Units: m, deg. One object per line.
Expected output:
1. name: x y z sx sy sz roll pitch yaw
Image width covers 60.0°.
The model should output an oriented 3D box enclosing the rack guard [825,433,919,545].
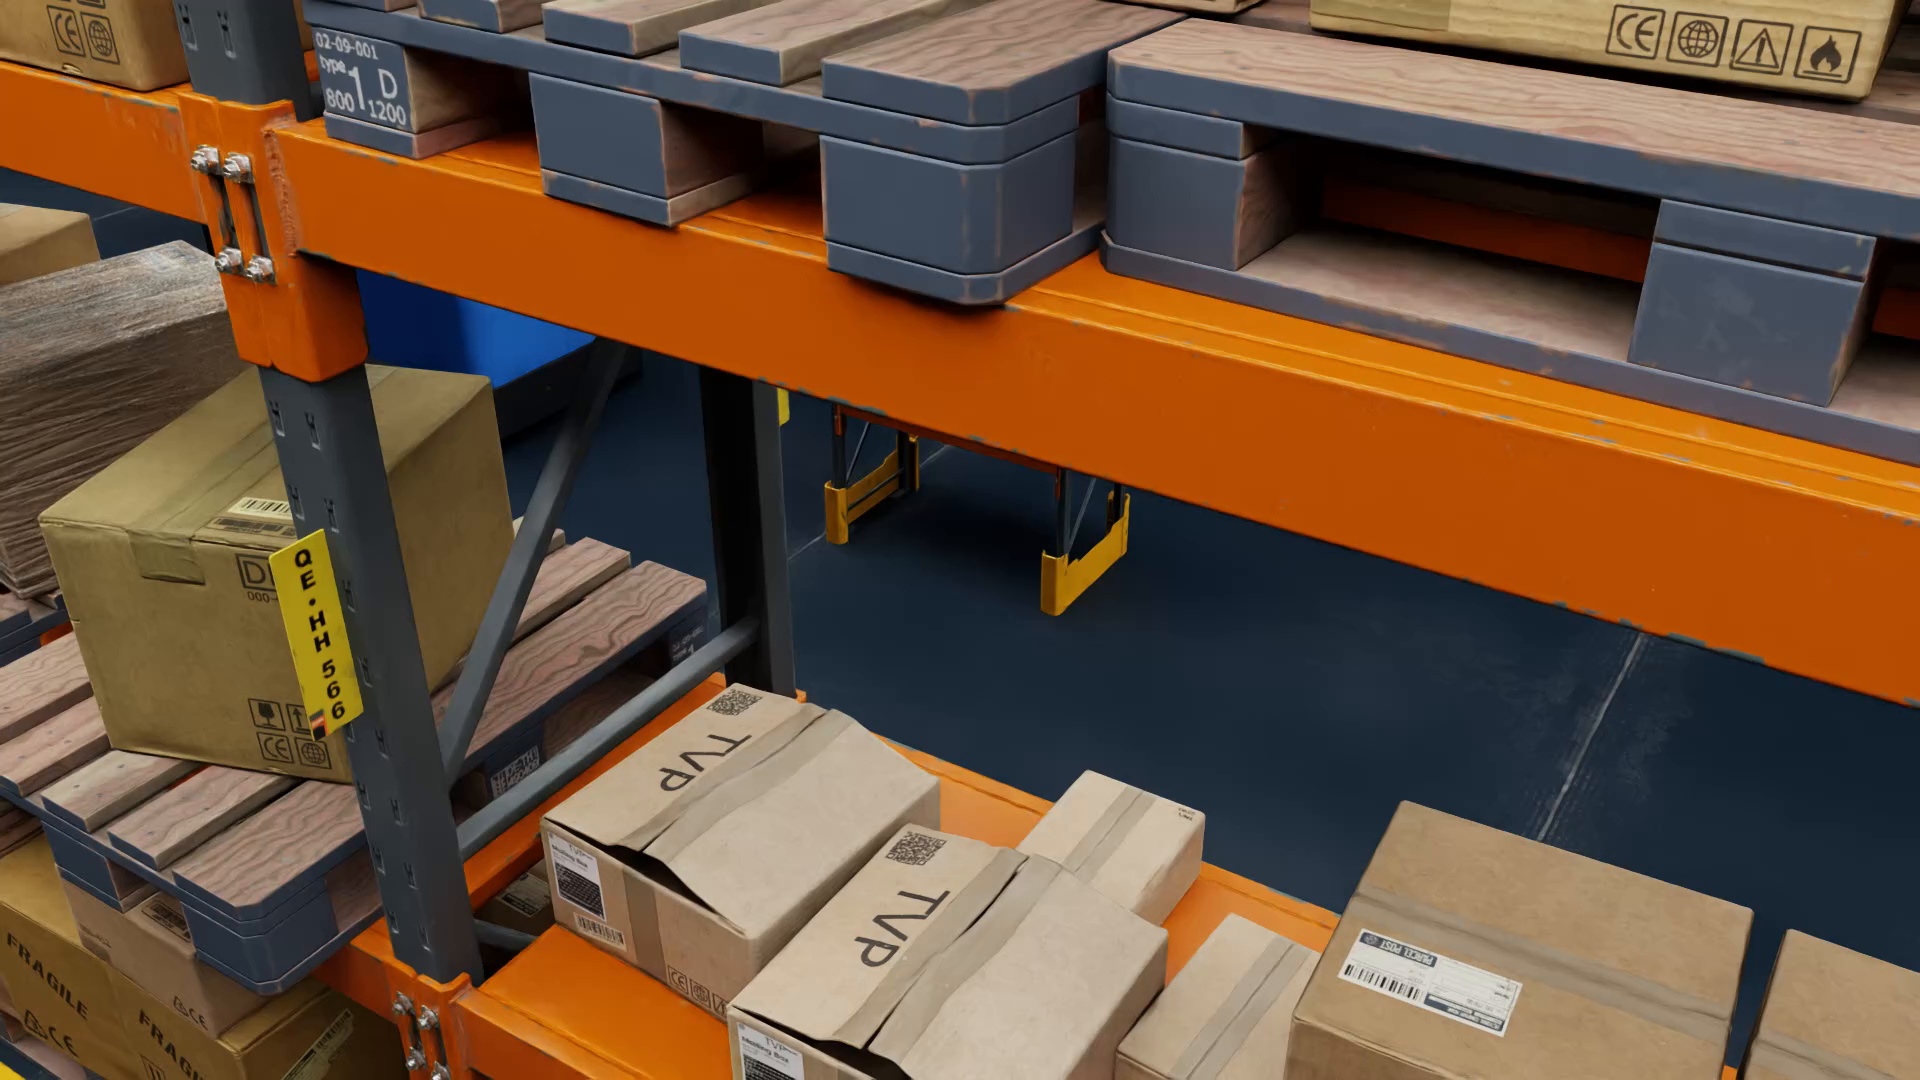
1. rack guard: -0.357 -0.221 6.881 0.087 0.250 0.587 18 35 27

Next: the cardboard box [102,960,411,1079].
1. cardboard box: -1.582 1.114 3.908 0.500 0.500 0.500 19 35 29

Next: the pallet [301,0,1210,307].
1. pallet: -0.043 -0.696 2.176 1.003 0.211 1.213 19 35 30

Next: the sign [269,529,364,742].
1. sign: -0.945 0.143 2.458 0.005 0.325 0.100 18 35 27

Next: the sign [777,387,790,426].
1. sign: -0.373 -0.363 3.247 0.005 0.325 0.100 18 35 27

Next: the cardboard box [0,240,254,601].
1. cardboard box: -1.931 -0.297 3.766 0.500 0.500 0.700 25 39 36

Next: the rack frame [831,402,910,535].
1. rack frame: -0.358 -0.761 6.566 0.032 1.500 0.500 18 35 27

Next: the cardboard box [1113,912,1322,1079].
1. cardboard box: 0.445 0.801 2.650 0.250 0.149 0.380 20 36 31

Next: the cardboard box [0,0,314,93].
1. cardboard box: -1.052 -1.067 2.525 0.500 0.500 0.910 18 35 27

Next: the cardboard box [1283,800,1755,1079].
1. cardboard box: 0.765 0.774 2.347 0.500 0.500 0.500 16 34 25

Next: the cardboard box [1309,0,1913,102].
1. cardboard box: 0.681 -0.649 1.641 0.500 0.250 0.500 17 34 26

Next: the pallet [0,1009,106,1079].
1. pallet: -2.306 1.036 4.765 1.213 0.211 1.003 18 35 27

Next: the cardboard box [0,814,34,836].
1. cardboard box: -2.500 0.505 4.208 0.500 0.250 0.500 17 34 26

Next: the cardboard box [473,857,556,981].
1. cardboard box: -0.898 1.021 4.068 0.500 0.500 0.500 19 35 29

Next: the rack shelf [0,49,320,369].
1. rack shelf: -2.359 -1.146 3.475 4.000 0.370 1.077 18 35 27

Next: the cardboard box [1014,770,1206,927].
1. cardboard box: 0.244 0.606 2.983 0.250 0.149 0.380 18 35 27

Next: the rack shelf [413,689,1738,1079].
1. rack shelf: 1.029 1.221 2.394 4.000 0.370 1.077 18 35 27

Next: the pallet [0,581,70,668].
1. pallet: -2.314 -0.061 4.069 1.213 0.211 1.003 18 35 27

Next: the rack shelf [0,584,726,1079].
1. rack shelf: -2.359 0.150 4.230 4.000 0.370 1.077 18 35 27

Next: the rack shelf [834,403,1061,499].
1. rack shelf: 0.072 -0.470 6.424 1.000 0.185 0.538 18 35 27

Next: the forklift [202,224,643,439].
1. forklift: -3.053 -2.256 7.708 3.031 2.935 1.130 18 35 28

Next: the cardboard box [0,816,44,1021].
1. cardboard box: -2.468 0.837 4.382 0.500 0.500 0.500 16 34 26

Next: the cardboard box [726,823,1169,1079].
1. cardboard box: -0.010 0.736 2.601 0.500 0.311 0.500 17 34 27

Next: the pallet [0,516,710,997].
1. pallet: -1.276 0.306 3.439 1.003 0.211 1.213 18 35 27

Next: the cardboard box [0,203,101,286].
1. cardboard box: -2.524 -0.474 4.070 0.500 0.500 0.700 9 31 15

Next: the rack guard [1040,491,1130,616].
1. rack guard: 0.486 0.046 6.423 0.087 0.250 0.587 18 35 27

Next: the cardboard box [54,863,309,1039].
1. cardboard box: -1.632 0.777 3.741 0.500 0.250 0.500 19 35 29

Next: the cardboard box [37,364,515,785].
1. cardboard box: -1.258 0.030 3.207 0.500 0.500 0.700 6 31 11

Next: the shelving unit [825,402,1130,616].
1. shelving unit: 0.065 -0.627 6.337 1.083 1.500 0.587 18 35 27

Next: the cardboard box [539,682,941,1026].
1. cardboard box: -0.380 0.529 2.954 0.500 0.311 0.500 20 36 30

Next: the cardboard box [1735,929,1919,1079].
1. cardboard box: 1.211 0.915 2.105 0.500 0.500 0.500 18 35 27

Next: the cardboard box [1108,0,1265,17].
1. cardboard box: 0.203 -0.807 1.912 0.500 0.250 0.500 19 35 29

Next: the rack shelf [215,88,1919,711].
1. rack shelf: 1.029 -0.074 1.638 4.000 0.370 1.077 18 35 27

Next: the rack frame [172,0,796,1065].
1. rack frame: -0.667 0.376 3.128 0.053 2.616 0.949 18 35 27

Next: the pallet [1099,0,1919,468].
1. pallet: 0.906 -0.397 1.665 1.213 0.211 1.003 19 35 30

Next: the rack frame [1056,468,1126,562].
1. rack frame: 0.503 -0.489 6.099 0.032 1.500 0.500 18 35 27

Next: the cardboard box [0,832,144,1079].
1. cardboard box: -2.020 0.975 4.145 0.500 0.500 0.500 16 34 26
